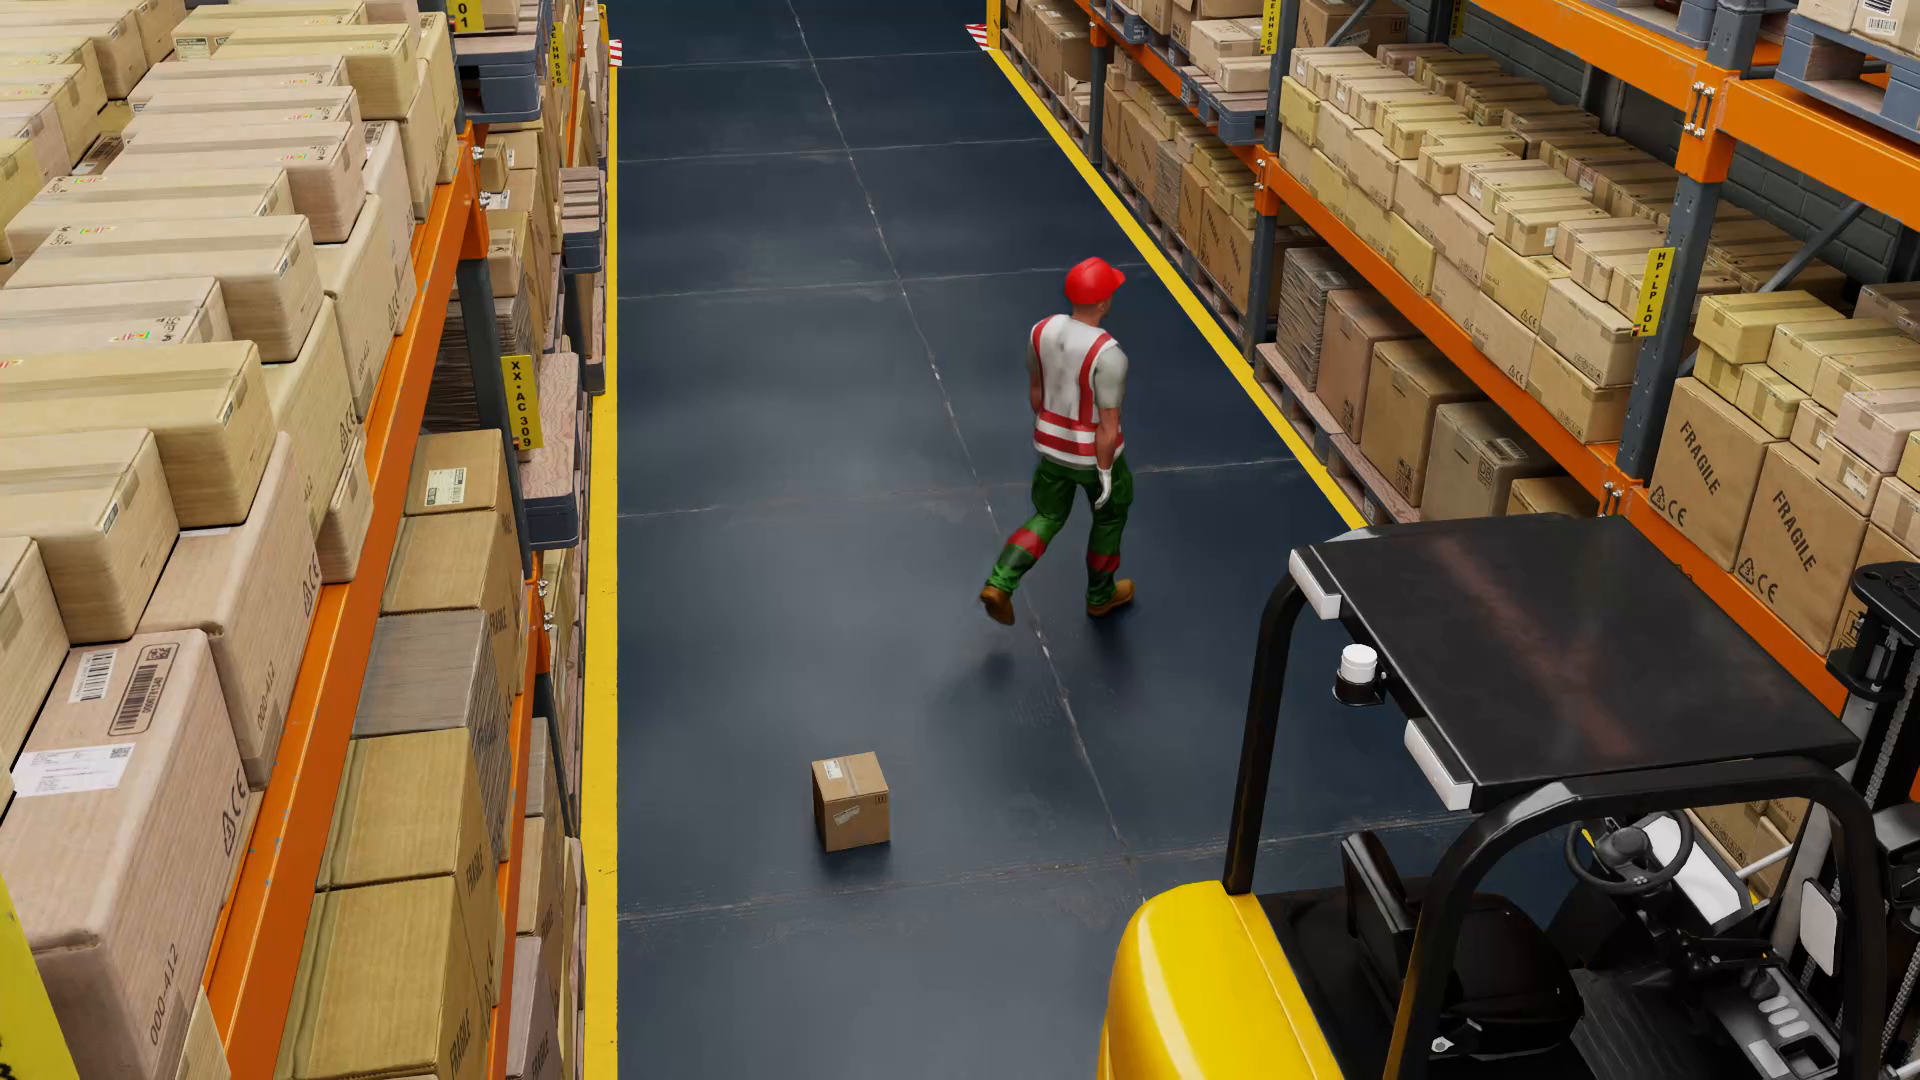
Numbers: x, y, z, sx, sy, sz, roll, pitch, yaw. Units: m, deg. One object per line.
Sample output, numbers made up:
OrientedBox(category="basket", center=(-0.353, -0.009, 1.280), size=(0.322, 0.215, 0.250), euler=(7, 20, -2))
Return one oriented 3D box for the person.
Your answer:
OrientedBox(category="person", center=(0.477, -0.379, 7.238), size=(0.539, 1.764, 0.855), euler=(24, 38, 35))
